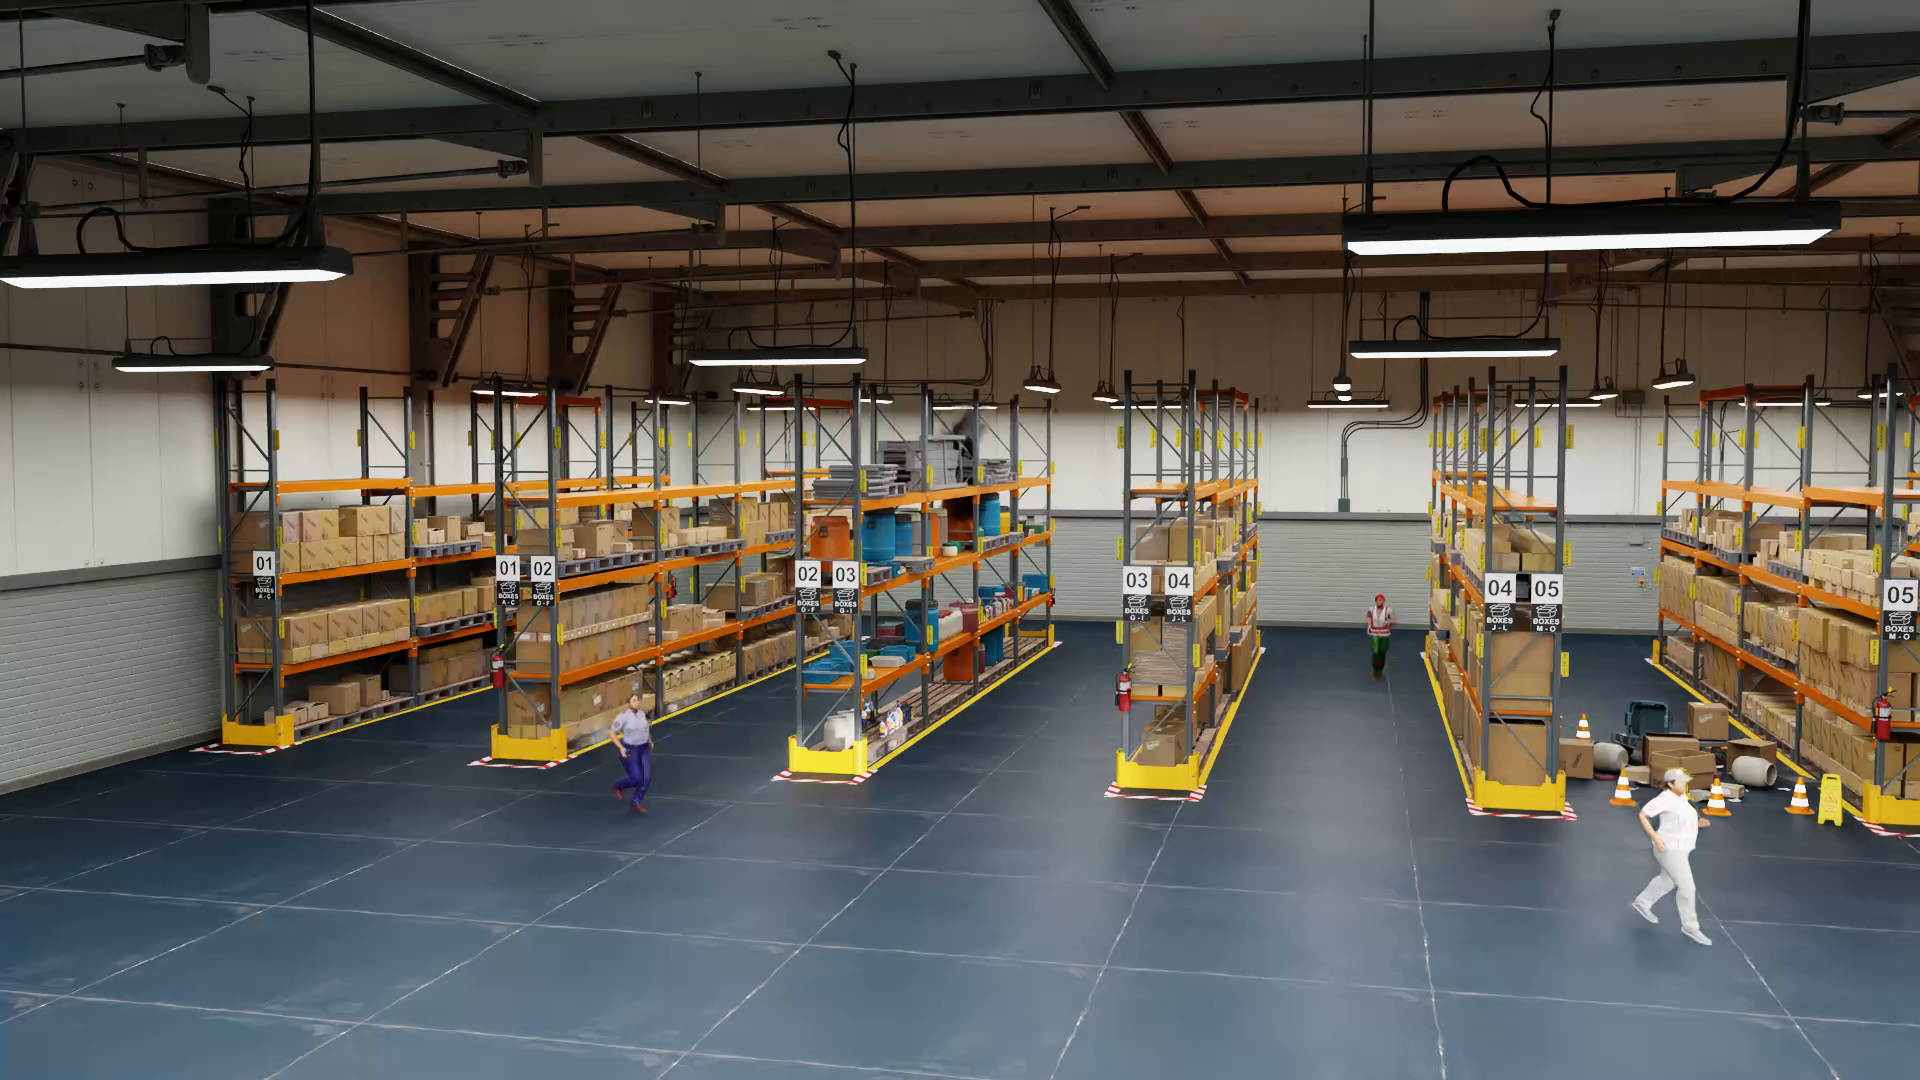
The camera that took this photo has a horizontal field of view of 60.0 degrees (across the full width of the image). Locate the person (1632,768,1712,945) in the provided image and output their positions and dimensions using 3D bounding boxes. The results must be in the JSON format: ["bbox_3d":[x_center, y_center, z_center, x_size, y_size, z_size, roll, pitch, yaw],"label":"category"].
[{"bbox_3d":[7.208,3.149,16.800,0.591,1.695,0.861,-3,5,-44],"label":"person"}]

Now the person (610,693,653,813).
[{"bbox_3d":[-4.415,2.868,22.462,0.552,1.605,0.617,3,5,41],"label":"person"}]

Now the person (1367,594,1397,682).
[{"bbox_3d":[8.785,2.042,34.691,0.616,1.852,0.783,1,4,15],"label":"person"}]
